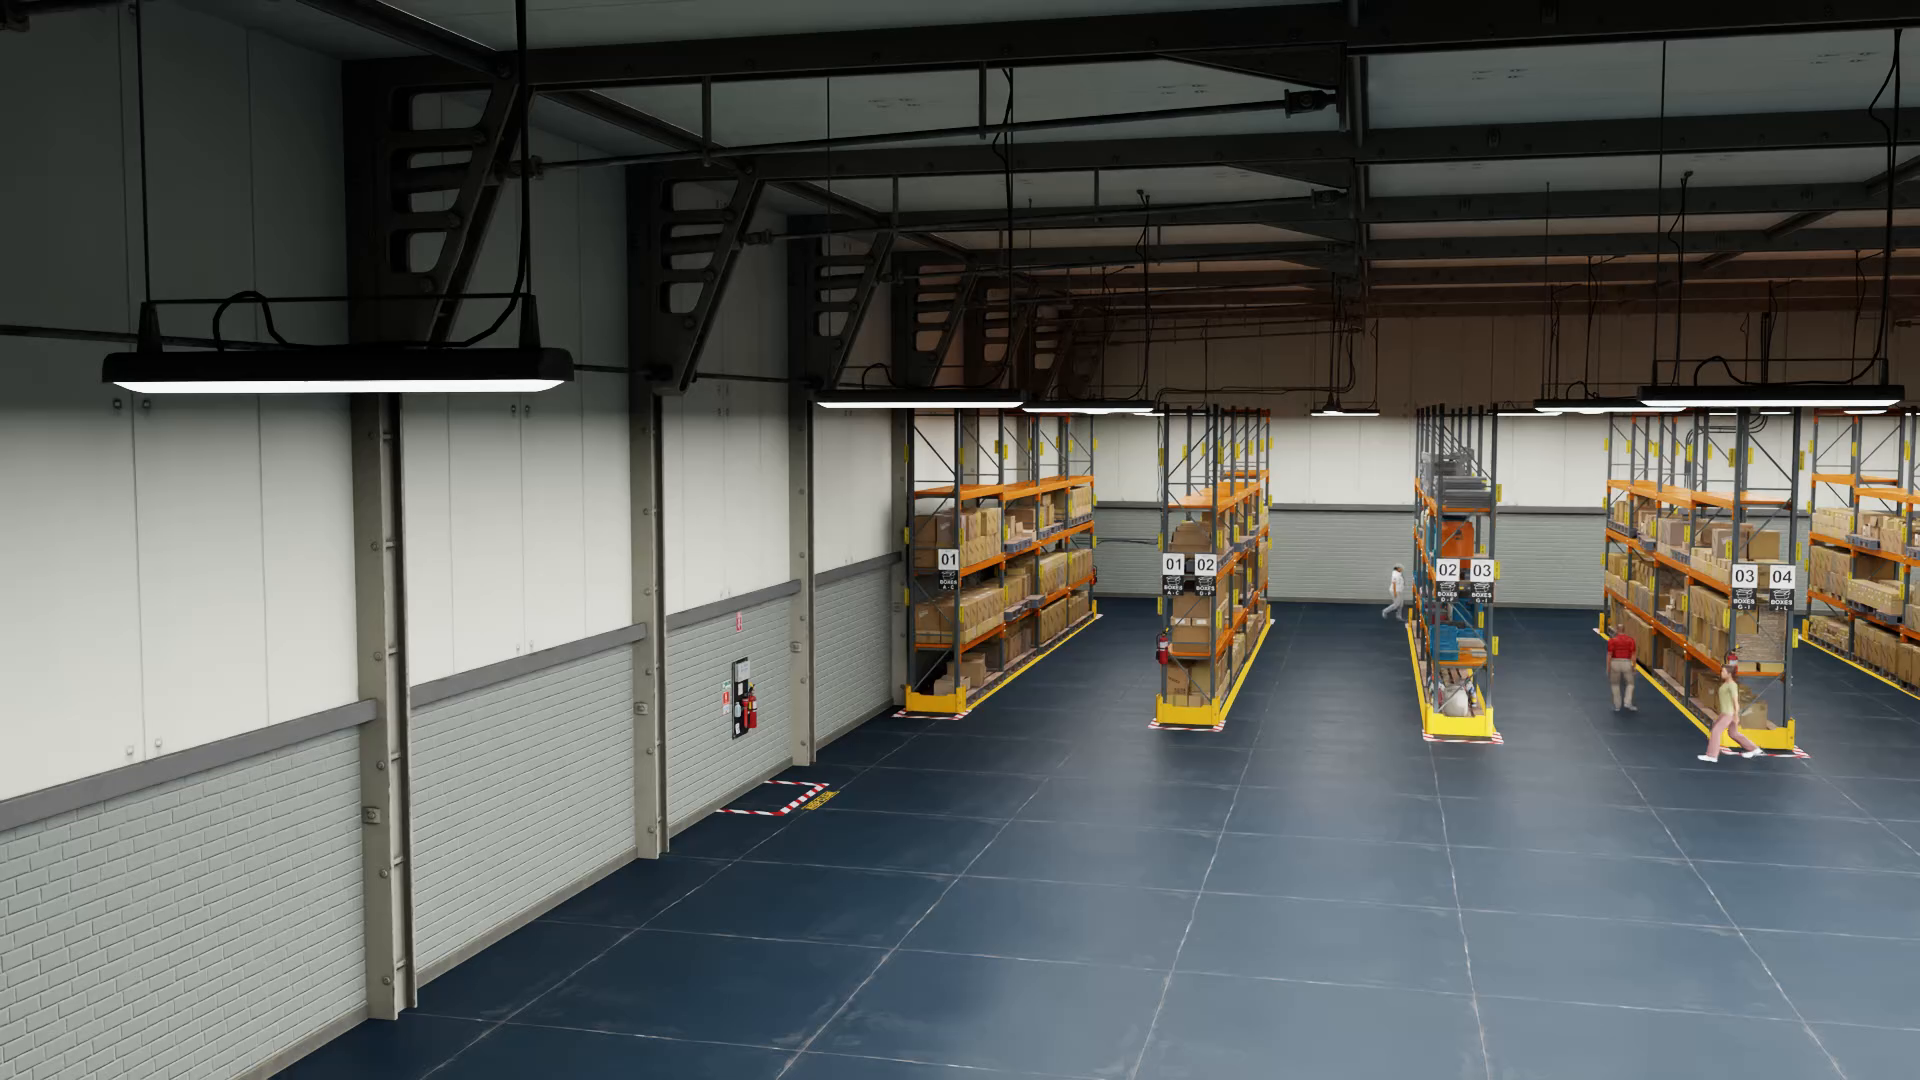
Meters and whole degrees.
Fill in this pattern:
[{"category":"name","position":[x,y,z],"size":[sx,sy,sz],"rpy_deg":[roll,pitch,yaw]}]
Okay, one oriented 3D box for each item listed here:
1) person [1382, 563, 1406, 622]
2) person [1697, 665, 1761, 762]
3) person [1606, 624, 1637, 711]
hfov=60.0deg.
[{"category":"person","position":[12.272,1.476,46.935],"size":[0.630,1.647,0.524],"rpy_deg":[2,5,28]},{"category":"person","position":[12.823,2.886,27.659],"size":[1.002,1.626,0.445],"rpy_deg":[1,4,15]},{"category":"person","position":[12.940,2.499,32.516],"size":[0.579,1.723,0.565],"rpy_deg":[1,4,13]}]
